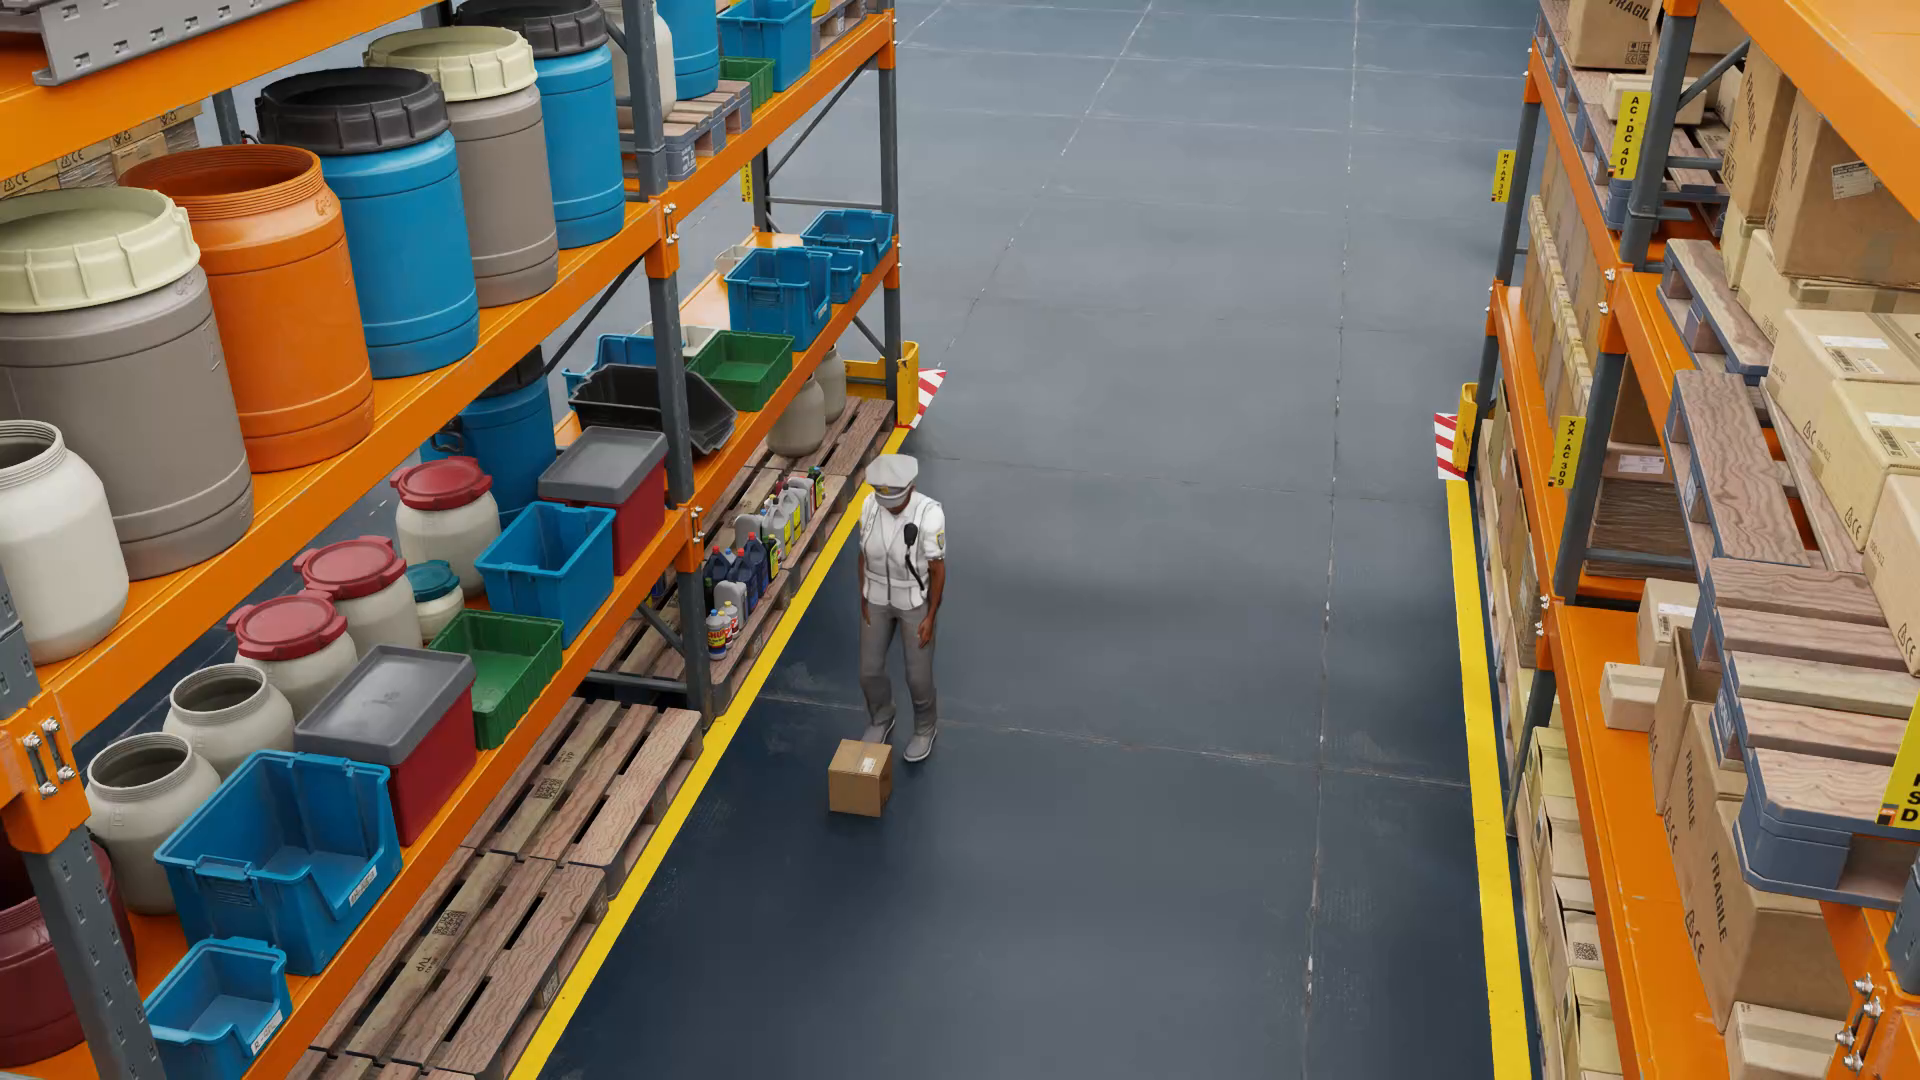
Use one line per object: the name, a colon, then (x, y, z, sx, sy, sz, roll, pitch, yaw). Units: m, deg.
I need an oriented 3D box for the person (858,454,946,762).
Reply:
person: (-0.282, 0.329, 8.059, 0.450, 1.634, 0.409, 11, 31, 19)
